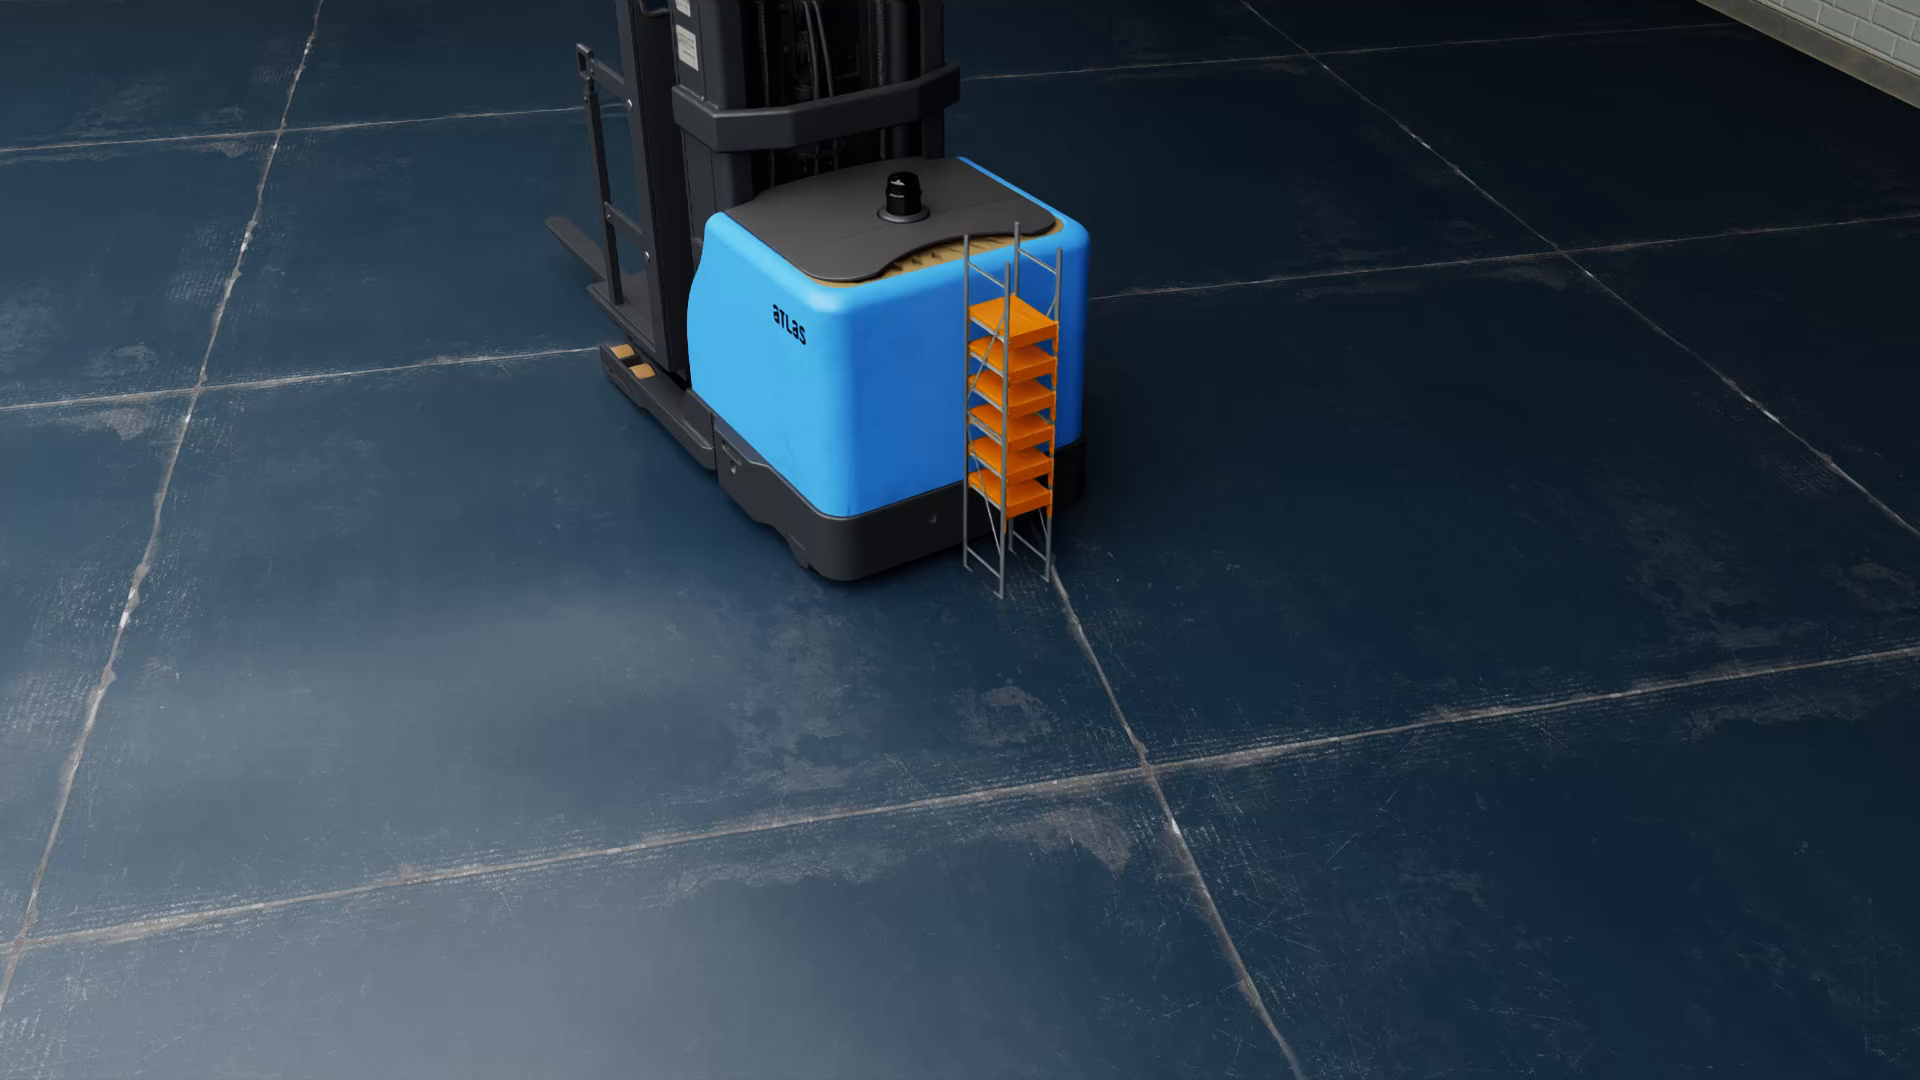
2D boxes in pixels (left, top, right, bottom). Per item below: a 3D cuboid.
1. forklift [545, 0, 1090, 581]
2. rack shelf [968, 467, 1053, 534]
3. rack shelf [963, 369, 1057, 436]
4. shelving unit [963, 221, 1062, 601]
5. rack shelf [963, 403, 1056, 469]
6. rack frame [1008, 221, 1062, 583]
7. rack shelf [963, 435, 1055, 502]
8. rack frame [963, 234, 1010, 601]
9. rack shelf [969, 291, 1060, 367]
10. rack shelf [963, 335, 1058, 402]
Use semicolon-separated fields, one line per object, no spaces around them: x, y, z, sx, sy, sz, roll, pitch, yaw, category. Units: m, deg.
-0.779;-1.869;5.905;1.130;2.935;3.031;-20;39;-26;forklift
0.155;-0.147;5.403;0.180;0.103;0.258;-20;39;-26;rack shelf
0.155;-0.446;5.202;0.180;0.103;0.258;-20;39;-26;rack shelf
0.155;-0.383;5.244;0.189;1.200;0.258;-20;39;-26;shelving unit
0.155;-0.346;5.269;0.180;0.103;0.258;-20;39;-26;rack shelf
0.232;-0.411;5.285;0.006;1.200;0.240;-20;39;-26;rack frame
0.155;-0.247;5.336;0.180;0.103;0.258;-20;39;-26;rack shelf
0.078;-0.356;5.203;0.006;1.200;0.240;-20;39;-26;rack frame
0.155;-0.645;5.068;0.180;0.103;0.258;-20;39;-26;rack shelf
0.155;-0.545;5.135;0.180;0.103;0.258;-20;39;-26;rack shelf
